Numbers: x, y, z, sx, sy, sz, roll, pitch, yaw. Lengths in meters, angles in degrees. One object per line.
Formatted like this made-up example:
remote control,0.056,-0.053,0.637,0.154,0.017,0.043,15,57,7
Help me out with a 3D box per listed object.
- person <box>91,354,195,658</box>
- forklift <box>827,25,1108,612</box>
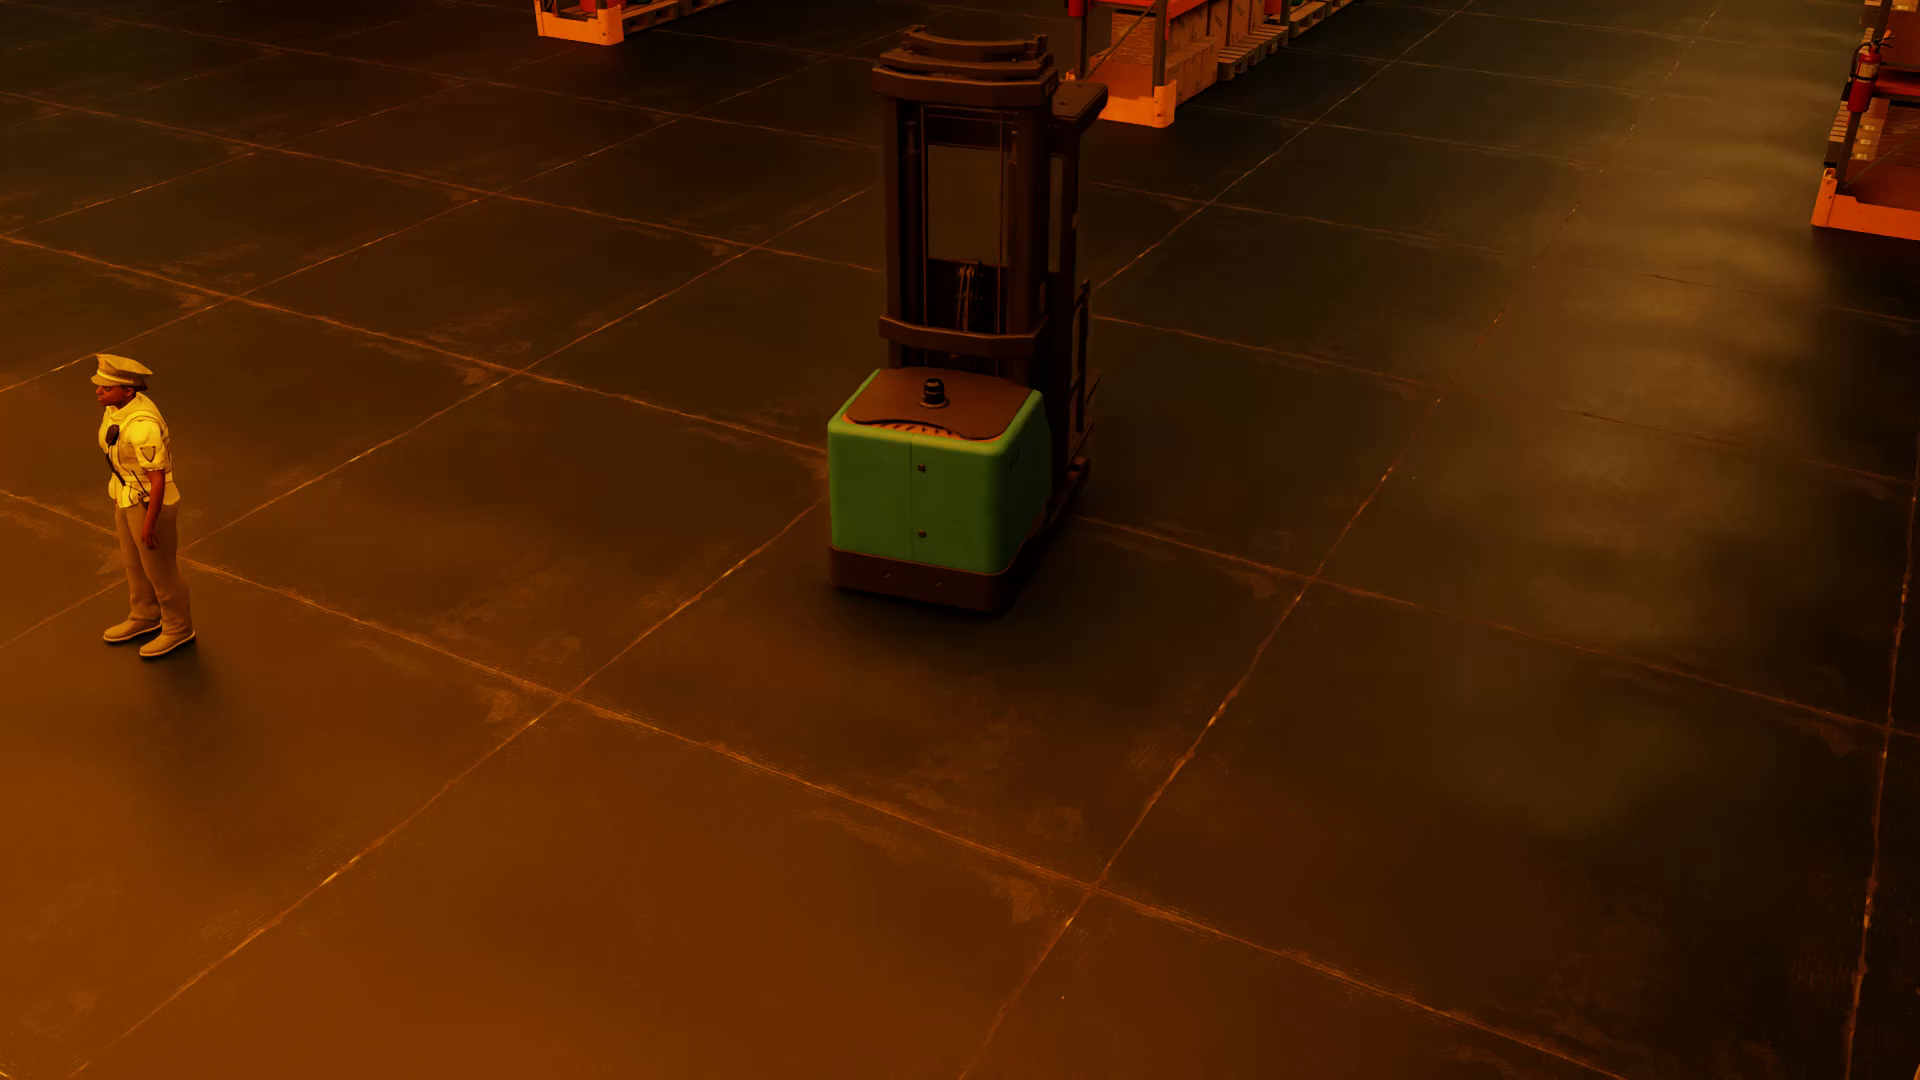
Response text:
person,-4.295,-0.175,8.596,0.530,1.695,0.569,-22,36,-33
forklift,0.200,-1.596,9.835,1.130,2.935,3.031,9,31,15
